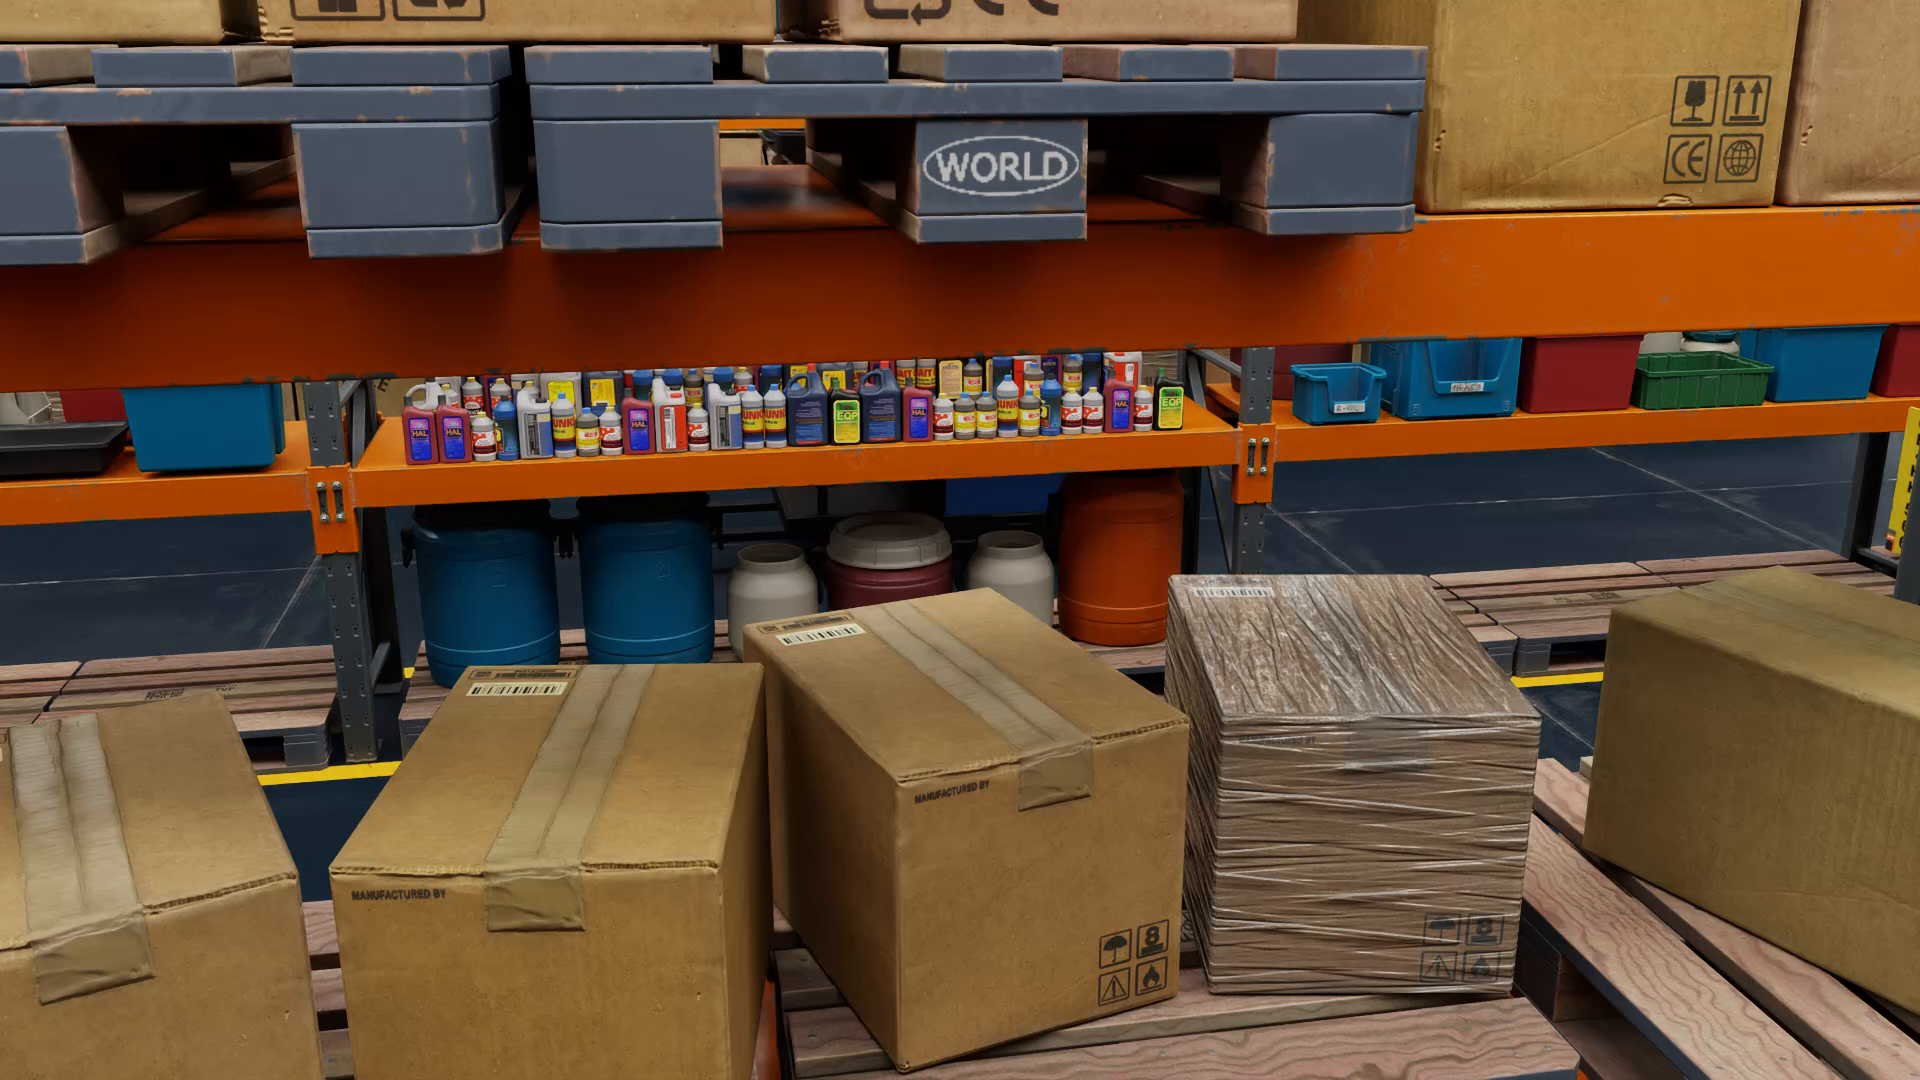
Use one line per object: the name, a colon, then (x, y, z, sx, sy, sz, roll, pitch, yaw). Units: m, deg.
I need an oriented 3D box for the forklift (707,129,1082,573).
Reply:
forklift: (-0.626, -1.365, 9.764, 3.031, 2.935, 1.130, -3, 17, -11)

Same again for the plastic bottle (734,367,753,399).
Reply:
plastic bottle: (-1.027, -0.716, 7.873, 0.097, 0.201, 0.097, 0, 17, 0)

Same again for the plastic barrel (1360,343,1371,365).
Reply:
plastic barrel: (2.222, -1.008, 8.294, 0.421, 0.512, 0.421, 0, 17, 0)

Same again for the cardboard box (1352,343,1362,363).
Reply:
cardboard box: (3.161, -1.453, 13.440, 0.500, 0.500, 0.700, -3, 17, -11)

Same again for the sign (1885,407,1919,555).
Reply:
sign: (2.080, -0.121, 3.624, 0.005, 0.325, 0.100, -3, 17, -10)

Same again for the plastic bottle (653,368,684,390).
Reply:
plastic bottle: (-1.363, -0.725, 7.774, 0.135, 0.276, 0.152, -3, 17, -10)

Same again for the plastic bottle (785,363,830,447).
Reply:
plastic bottle: (-0.663, -0.588, 7.203, 0.185, 0.351, 0.144, -3, 17, -10)

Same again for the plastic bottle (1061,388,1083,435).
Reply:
plastic bottle: (0.497, -0.576, 7.416, 0.097, 0.201, 0.097, 0, 17, 0)

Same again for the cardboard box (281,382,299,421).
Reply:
cardboard box: (-5.161, -1.162, 11.890, 0.875, 0.875, 0.875, -3, 17, -10)

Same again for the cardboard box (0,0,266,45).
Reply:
cardboard box: (-1.230, -0.922, 2.040, 0.600, 0.600, 0.600, -5, 18, -16)

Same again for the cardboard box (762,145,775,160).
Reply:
cardboard box: (-1.926, -3.849, 16.434, 0.250, 0.149, 0.380, -3, 17, -10)

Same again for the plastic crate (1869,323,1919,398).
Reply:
plastic crate: (4.763, -0.974, 8.265, 0.583, 0.464, 0.402, -3, 17, -10)

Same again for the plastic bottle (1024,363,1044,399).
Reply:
plastic bottle: (0.354, -0.749, 7.980, 0.097, 0.201, 0.097, 0, 17, 0)

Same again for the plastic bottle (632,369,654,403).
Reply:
plastic bottle: (-1.453, -0.680, 7.636, 0.097, 0.271, 0.097, 0, 17, 0)

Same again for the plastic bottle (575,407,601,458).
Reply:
plastic bottle: (-1.574, -0.458, 7.033, 0.097, 0.201, 0.097, 0, 17, 0)

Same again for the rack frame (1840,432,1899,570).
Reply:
rack frame: (5.180, -1.059, 8.649, 0.127, 3.000, 1.000, -3, 17, -10)

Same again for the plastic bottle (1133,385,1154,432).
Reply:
plastic bottle: (0.820, -0.594, 7.475, 0.097, 0.201, 0.097, 0, 17, 0)

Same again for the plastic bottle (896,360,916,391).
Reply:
plastic bottle: (-0.260, -0.793, 8.005, 0.097, 0.271, 0.097, 0, 17, 0)

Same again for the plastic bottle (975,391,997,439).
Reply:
plastic bottle: (0.115, -0.554, 7.345, 0.097, 0.201, 0.097, 0, 17, 0)

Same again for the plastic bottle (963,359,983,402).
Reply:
plastic bottle: (0.062, -0.778, 8.075, 0.097, 0.201, 0.097, 0, 17, 0)

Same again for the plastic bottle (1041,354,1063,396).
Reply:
plastic bottle: (0.435, -0.844, 8.149, 0.133, 0.283, 0.061, -3, 17, -10)

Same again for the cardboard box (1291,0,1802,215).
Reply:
cardboard box: (0.755, -0.798, 2.522, 0.500, 0.500, 0.910, -3, 17, -10)

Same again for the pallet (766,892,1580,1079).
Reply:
pallet: (0.280, 0.794, 2.945, 1.213, 0.211, 1.003, -3, 17, -10)

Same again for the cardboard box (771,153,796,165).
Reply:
cardboard box: (-1.048, -2.719, 12.178, 0.637, 0.503, 0.797, -3, 17, -9)

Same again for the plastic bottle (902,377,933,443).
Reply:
plastic bottle: (-0.186, -0.571, 7.260, 0.133, 0.283, 0.061, -3, 17, -10)

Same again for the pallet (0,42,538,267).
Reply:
pallet: (-1.085, -0.545, 2.188, 1.003, 0.211, 1.213, -3, 17, -10)

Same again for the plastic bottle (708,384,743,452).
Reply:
plastic bottle: (-1.011, -0.534, 7.153, 0.135, 0.276, 0.152, -3, 17, -10)

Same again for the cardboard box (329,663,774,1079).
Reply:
cardboard box: (-0.568, 0.548, 2.533, 0.500, 0.500, 0.700, -1, 17, -2)

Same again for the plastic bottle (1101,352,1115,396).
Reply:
plastic bottle: (0.766, -0.845, 8.167, 0.135, 0.276, 0.152, -3, 17, -10)

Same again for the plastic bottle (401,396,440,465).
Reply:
plastic bottle: (-2.234, -0.455, 6.882, 0.133, 0.283, 0.061, -3, 17, -10)

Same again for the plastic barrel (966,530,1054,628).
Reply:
plastic barrel: (0.238, 0.242, 7.936, 0.421, 0.512, 0.421, 0, 17, 0)

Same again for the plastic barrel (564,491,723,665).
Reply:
plastic barrel: (-1.442, 0.125, 7.656, 0.708, 0.901, 0.600, -3, 17, -10)

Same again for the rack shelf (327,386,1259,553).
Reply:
rack shelf: (-0.711, -0.380, 7.667, 4.000, 0.370, 1.077, -3, 17, -10)

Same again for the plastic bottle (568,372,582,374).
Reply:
plastic bottle: (-1.834, -0.735, 7.680, 0.185, 0.351, 0.144, -3, 17, -10)

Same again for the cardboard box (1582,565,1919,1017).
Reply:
cardboard box: (1.592, 0.411, 2.978, 0.500, 0.500, 0.700, -10, 20, -29)

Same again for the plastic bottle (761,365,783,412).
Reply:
plastic bottle: (-0.884, -0.740, 7.830, 0.097, 0.271, 0.097, 0, 17, 0)

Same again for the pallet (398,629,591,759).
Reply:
pallet: (-1.909, 0.689, 7.709, 1.213, 0.211, 1.003, -3, 17, -10)

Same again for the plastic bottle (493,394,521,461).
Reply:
plastic bottle: (-1.897, -0.473, 6.963, 0.097, 0.271, 0.097, 0, 17, 0)

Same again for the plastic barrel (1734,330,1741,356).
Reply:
plastic barrel: (4.199, -1.133, 8.662, 0.433, 0.535, 0.433, 0, 17, 0)

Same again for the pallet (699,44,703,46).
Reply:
pallet: (-3.287, -6.350, 21.089, 1.213, 0.211, 1.003, -2, 17, -8)

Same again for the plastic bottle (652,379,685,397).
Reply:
plastic bottle: (-1.268, -0.565, 7.254, 0.135, 0.276, 0.152, -3, 17, -10)

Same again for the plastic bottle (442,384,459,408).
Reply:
plastic bottle: (-2.307, -0.598, 7.489, 0.097, 0.201, 0.097, 0, 17, 0)

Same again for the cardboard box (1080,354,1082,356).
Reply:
cardboard box: (0.967, -1.322, 13.015, 0.500, 0.500, 0.700, -4, 18, -13)

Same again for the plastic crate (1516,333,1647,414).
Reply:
plastic crate: (2.897, -0.868, 7.920, 0.583, 0.464, 0.402, -3, 17, -10)

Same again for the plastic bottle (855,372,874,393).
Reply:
plastic bottle: (-0.395, -0.602, 7.362, 0.133, 0.283, 0.061, -3, 17, -10)

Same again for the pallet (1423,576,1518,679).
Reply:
pallet: (2.021, 0.465, 8.437, 1.213, 0.211, 1.003, -3, 17, -10)

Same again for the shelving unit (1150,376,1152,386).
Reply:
shelving unit: (1.068, -0.509, 10.172, 0.252, 1.050, 0.215, 7, 18, 23)

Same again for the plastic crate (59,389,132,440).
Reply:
plastic crate: (-3.599, -0.695, 7.254, 0.583, 0.464, 0.402, -3, 17, -10)

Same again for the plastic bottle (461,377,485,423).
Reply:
plastic bottle: (-2.241, -0.647, 7.649, 0.097, 0.201, 0.097, 0, 17, 0)

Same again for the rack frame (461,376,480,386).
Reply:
rack frame: (-3.614, -2.041, 11.847, 0.127, 3.000, 1.000, -3, 17, -10)
